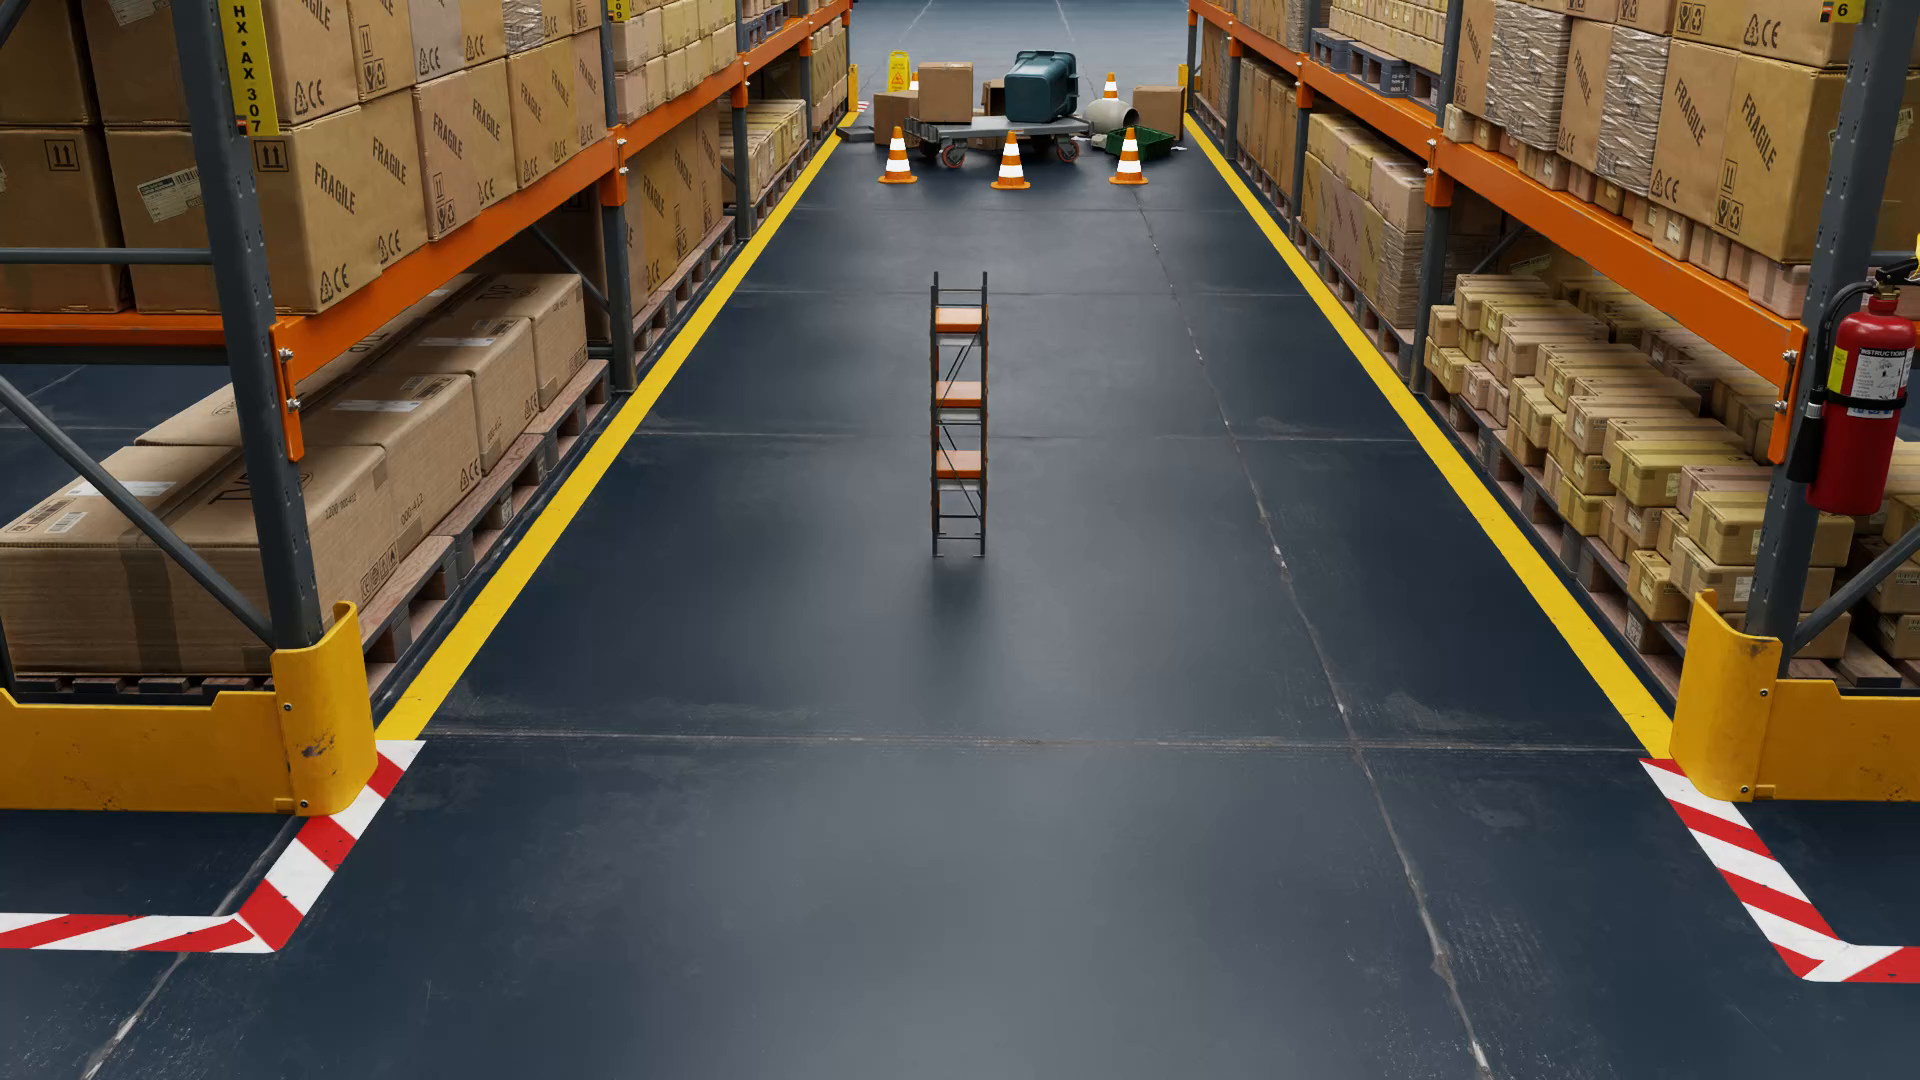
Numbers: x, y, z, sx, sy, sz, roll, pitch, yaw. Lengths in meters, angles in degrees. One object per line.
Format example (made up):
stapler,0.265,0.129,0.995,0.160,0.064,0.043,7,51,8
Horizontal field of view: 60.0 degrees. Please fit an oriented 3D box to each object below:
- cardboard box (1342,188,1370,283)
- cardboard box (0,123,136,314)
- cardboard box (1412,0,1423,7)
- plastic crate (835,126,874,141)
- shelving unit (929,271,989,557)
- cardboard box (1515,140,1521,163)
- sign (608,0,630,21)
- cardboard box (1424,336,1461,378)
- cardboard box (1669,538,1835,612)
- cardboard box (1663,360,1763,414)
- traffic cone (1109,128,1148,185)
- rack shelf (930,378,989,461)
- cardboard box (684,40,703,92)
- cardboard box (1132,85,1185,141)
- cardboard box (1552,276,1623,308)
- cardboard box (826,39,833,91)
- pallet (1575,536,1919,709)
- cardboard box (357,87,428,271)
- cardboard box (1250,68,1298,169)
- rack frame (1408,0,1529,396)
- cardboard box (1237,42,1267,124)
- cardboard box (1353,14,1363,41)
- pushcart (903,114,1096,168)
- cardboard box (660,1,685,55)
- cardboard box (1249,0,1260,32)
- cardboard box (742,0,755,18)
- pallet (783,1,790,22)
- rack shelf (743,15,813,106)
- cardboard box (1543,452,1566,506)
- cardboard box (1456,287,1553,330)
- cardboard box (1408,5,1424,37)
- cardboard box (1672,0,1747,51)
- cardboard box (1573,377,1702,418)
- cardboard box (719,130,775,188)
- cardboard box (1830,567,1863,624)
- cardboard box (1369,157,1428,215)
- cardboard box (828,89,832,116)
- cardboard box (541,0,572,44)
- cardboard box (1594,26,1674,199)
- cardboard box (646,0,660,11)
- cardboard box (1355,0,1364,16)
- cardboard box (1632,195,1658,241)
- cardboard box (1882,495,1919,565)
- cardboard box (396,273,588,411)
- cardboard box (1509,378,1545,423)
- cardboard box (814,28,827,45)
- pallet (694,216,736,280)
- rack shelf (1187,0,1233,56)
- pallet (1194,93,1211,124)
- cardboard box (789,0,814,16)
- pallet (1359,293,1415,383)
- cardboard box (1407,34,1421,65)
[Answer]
cardboard box,2.601,-1.814,9.932,0.500,0.500,0.500,0,21,0
cardboard box,-2.528,-0.938,4.661,0.500,0.500,0.500,1,21,2
cardboard box,2.637,-2.931,8.881,0.380,0.149,0.250,1,21,1
plastic crate,-1.045,-4.250,17.372,0.402,0.080,0.583,-7,22,-17
shelving unit,-0.002,-0.470,6.289,0.215,1.050,0.252,1,21,2
cardboard box,2.556,-1.637,6.949,0.380,0.149,0.250,0,21,-1
sign,-1.601,-2.595,7.764,0.100,0.325,0.005,1,21,2
cardboard box,2.463,-0.881,8.013,0.380,0.149,0.250,0,21,-1
cardboard box,2.404,0.105,5.062,0.380,0.149,0.250,0,21,0
cardboard box,2.961,-0.594,6.451,0.380,0.149,0.250,1,21,2
traffic cone,1.488,-3.384,14.610,0.336,0.463,0.334,1,21,2
rack shelf,-0.002,-0.460,6.293,0.215,0.259,0.240,1,21,2
cardboard box,-1.809,-2.799,9.804,0.500,0.250,0.500,0,21,1
cardboard box,2.060,-4.443,17.286,0.500,0.500,0.500,4,22,11
cardboard box,3.044,-1.155,7.897,0.380,0.149,0.250,1,21,3
cardboard box,-1.603,-4.908,17.215,0.500,0.500,0.500,2,21,4
pallet,2.735,0.283,5.507,1.003,0.211,1.213,1,21,2
cardboard box,-1.989,-1.114,5.116,0.500,0.500,0.500,0,21,1
cardboard box,3.076,-3.608,14.210,1.050,0.750,0.750,1,21,2
rack frame,2.795,-2.142,7.904,1.000,3.000,0.127,1,21,2
cardboard box,3.127,-4.467,16.251,0.875,0.875,0.875,1,21,2
cardboard box,2.678,-3.216,10.436,0.380,0.149,0.250,2,21,4
pushcart,0.368,-3.823,15.861,1.648,0.377,0.936,-7,22,-17
cardboard box,-1.831,-2.850,9.245,0.500,0.250,0.500,1,21,2
cardboard box,2.721,-4.531,13.921,0.500,0.500,0.500,1,21,1
cardboard box,-1.742,-4.001,12.460,0.380,0.149,0.250,-1,21,-2
pallet,-2.081,-4.689,14.731,1.003,0.211,1.213,1,21,2
rack shelf,-1.974,-3.994,13.671,1.077,0.370,4.000,1,21,2
cardboard box,2.449,-0.225,6.323,0.380,0.149,0.250,1,21,3
cardboard box,2.510,-1.065,7.666,0.380,0.149,0.250,2,21,4
cardboard box,2.631,-2.790,8.927,0.380,0.149,0.250,0,21,0
cardboard box,2.454,-1.699,4.829,0.500,0.500,0.500,0,21,0
cardboard box,2.524,-0.504,6.220,0.380,0.149,0.250,0,21,0
cardboard box,-1.993,-3.048,13.291,0.950,0.372,0.625,0,21,1
cardboard box,2.935,0.156,5.341,0.380,0.149,0.250,1,21,1
cardboard box,2.594,-1.980,9.324,0.500,0.250,0.500,2,21,4
cardboard box,-1.606,-4.562,17.360,0.500,0.250,0.500,0,21,1
cardboard box,-1.918,-2.316,6.831,0.500,0.500,0.500,0,21,1
cardboard box,2.456,-1.416,5.483,0.500,0.500,0.500,1,21,2
cardboard box,-1.868,-3.013,8.628,0.500,0.500,0.500,1,21,1
cardboard box,2.683,-3.348,10.365,0.380,0.149,0.250,1,21,2
cardboard box,2.460,-1.068,5.481,0.380,0.149,0.250,0,21,-1
cardboard box,3.029,-0.026,4.987,0.380,0.149,0.250,0,21,-1
cardboard box,-2.282,-0.936,7.755,0.875,0.438,0.875,0,21,1
cardboard box,2.460,-0.552,6.754,0.380,0.149,0.250,0,21,1
cardboard box,-1.547,-5.059,16.709,0.380,0.149,0.250,1,21,4
pallet,-2.134,-2.022,11.449,1.003,0.211,1.213,1,21,2
rack shelf,3.099,-5.423,17.352,1.077,0.370,4.000,1,21,2
pallet,3.214,-4.891,18.843,1.003,0.211,1.213,1,21,2
cardboard box,-1.583,-5.046,15.734,0.380,0.149,0.250,1,21,1
pallet,2.817,-1.124,9.133,1.003,0.211,1.213,1,21,2
cardboard box,2.634,-2.641,8.957,0.380,0.149,0.250,0,21,-1
